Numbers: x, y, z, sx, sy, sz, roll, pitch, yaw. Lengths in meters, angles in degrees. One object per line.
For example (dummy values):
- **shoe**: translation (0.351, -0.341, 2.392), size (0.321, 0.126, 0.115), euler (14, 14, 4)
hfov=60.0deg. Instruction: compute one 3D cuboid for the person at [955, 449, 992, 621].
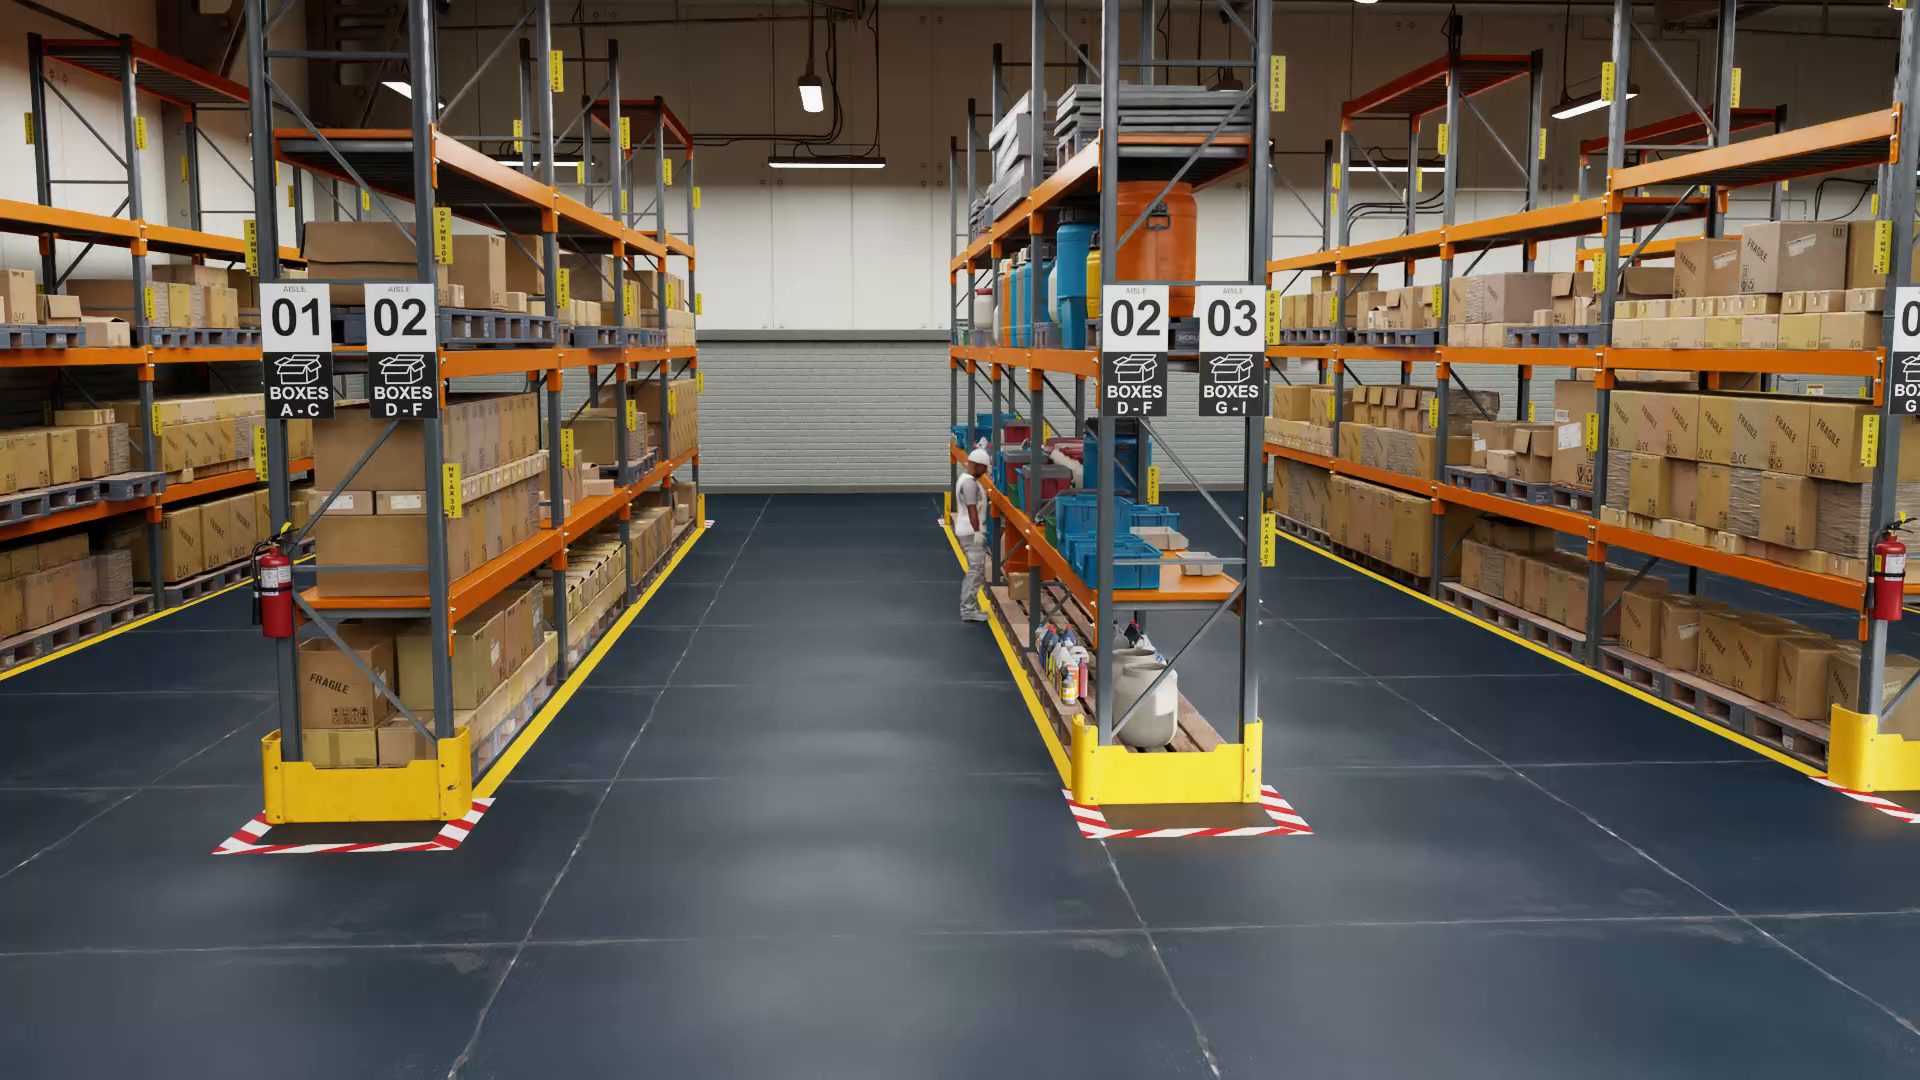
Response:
- **person**: translation (0.144, -0.061, 17.249), size (0.389, 1.763, 0.557), euler (0, 7, -3)
